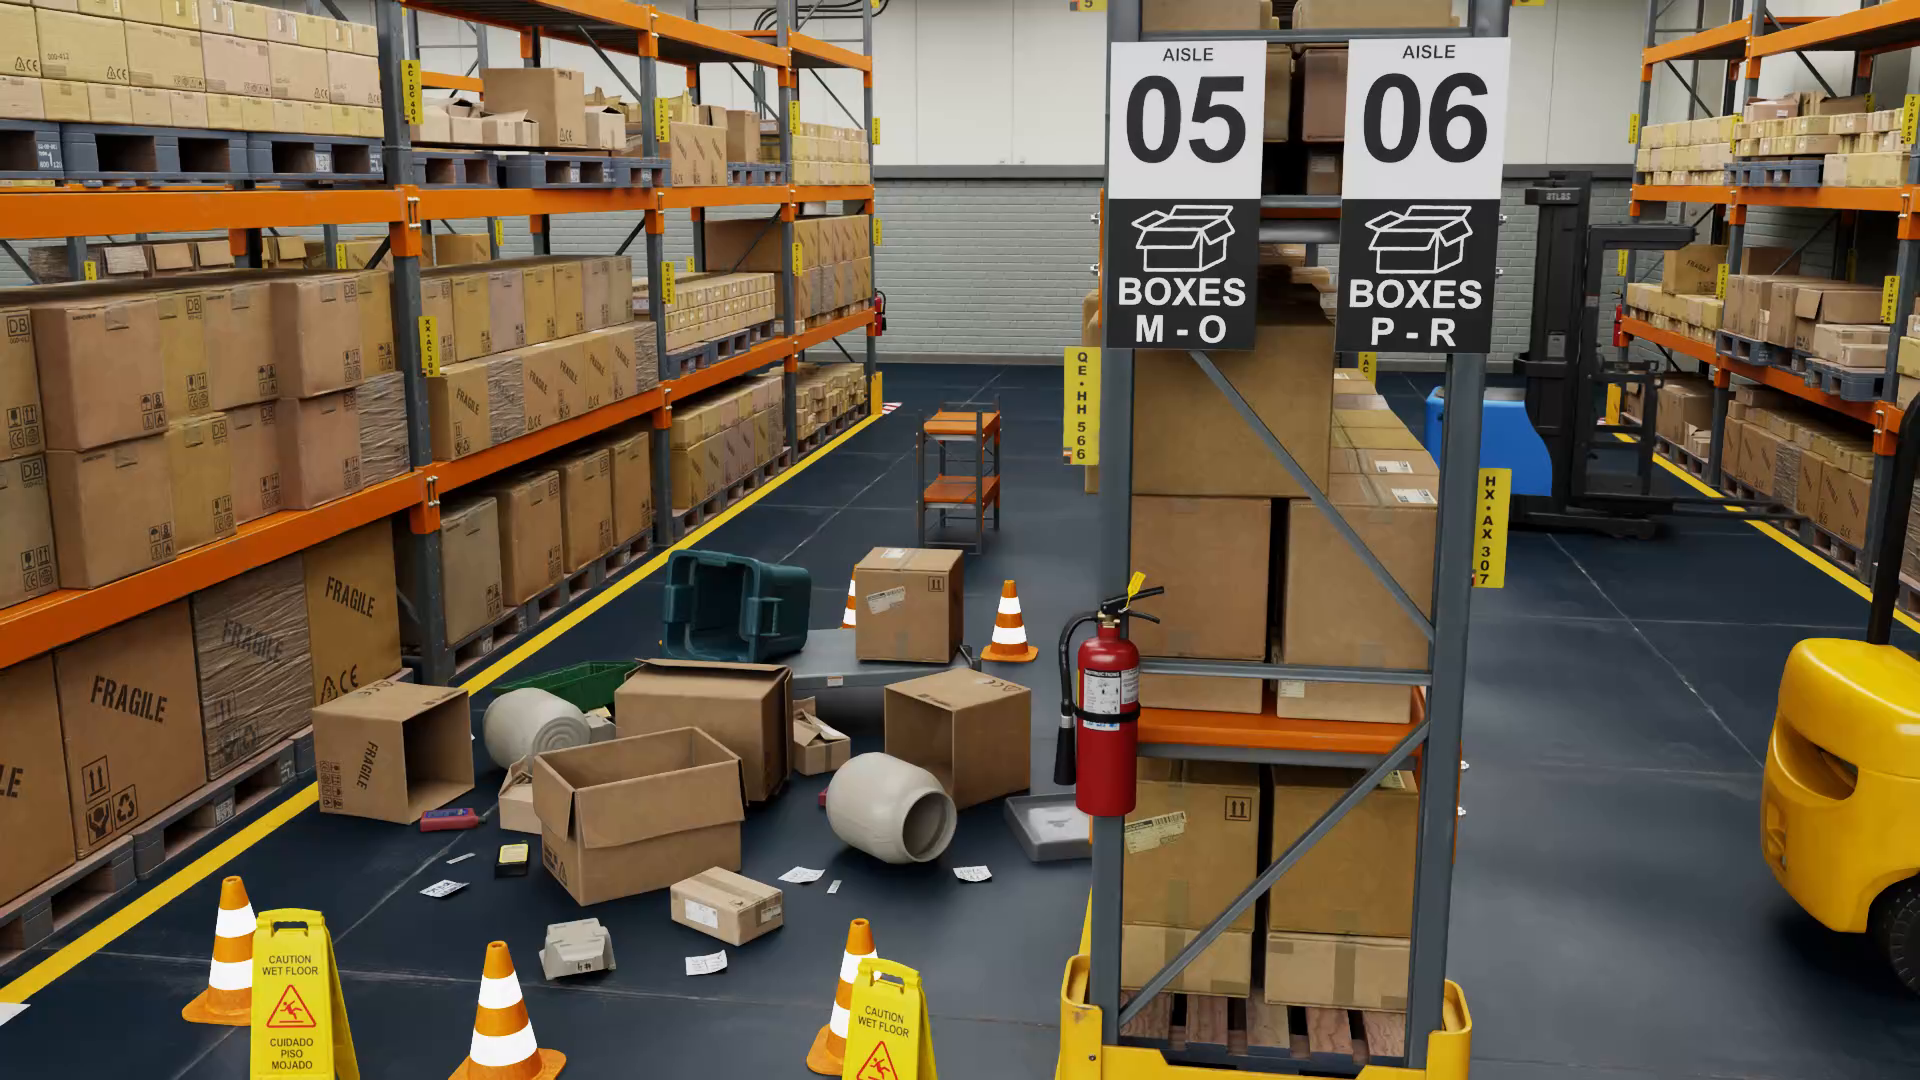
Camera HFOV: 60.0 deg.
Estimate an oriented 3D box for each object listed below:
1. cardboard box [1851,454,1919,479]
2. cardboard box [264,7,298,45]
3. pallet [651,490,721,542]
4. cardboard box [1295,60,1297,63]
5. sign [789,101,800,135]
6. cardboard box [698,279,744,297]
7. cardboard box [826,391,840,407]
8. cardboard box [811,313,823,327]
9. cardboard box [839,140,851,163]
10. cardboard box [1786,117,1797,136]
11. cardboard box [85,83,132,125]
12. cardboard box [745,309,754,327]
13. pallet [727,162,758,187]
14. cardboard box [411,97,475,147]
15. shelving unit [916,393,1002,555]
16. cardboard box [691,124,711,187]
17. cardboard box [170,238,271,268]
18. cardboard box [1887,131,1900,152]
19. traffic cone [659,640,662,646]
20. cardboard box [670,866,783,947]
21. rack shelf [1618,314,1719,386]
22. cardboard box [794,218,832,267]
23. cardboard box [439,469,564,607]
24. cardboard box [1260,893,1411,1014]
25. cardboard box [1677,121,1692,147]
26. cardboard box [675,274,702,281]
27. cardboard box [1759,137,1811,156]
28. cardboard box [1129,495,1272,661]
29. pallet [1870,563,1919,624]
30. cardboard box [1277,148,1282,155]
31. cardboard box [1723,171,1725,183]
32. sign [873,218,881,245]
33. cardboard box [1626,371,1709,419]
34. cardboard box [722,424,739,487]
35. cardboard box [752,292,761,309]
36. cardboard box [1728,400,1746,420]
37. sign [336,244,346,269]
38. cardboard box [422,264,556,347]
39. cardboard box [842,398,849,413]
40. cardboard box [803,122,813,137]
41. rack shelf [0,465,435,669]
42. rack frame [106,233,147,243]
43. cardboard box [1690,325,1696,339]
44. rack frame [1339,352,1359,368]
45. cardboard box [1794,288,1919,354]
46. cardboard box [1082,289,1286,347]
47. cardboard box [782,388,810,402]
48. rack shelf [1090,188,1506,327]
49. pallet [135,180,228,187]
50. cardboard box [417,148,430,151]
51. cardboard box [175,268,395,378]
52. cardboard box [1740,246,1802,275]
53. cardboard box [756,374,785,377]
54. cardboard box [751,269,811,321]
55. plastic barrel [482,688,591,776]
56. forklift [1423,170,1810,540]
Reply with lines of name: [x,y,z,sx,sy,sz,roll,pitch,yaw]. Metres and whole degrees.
cardboard box: [6.843,-0.543,12.288,0.380,0.149,0.250,1,12,6]
cardboard box: [-3.268,-2.342,7.590,0.380,0.149,0.250,2,12,10]
pallet: [-2.673,-0.230,14.060,1.003,0.211,1.213,2,12,9]
cardboard box: [1.316,-1.634,5.539,0.380,0.149,0.250,2,12,8]
sign: [-1.630,-4.158,16.383,0.100,0.325,0.005,2,12,9]
cardboard box: [-2.212,-2.331,15.378,0.380,0.149,0.250,1,12,7]
cardboard box: [-1.581,-1.606,18.891,0.380,0.149,0.250,2,12,9]
cardboard box: [-1.706,-2.409,18.147,0.380,0.149,0.250,2,12,10]
cardboard box: [-1.542,-4.416,18.914,0.500,0.250,0.500,2,12,9]
cardboard box: [7.023,-3.388,13.632,0.380,0.149,0.250,2,12,9]
cardboard box: [-3.461,-1.687,6.441,0.380,0.149,0.250,2,12,8]
cardboard box: [-2.163,-2.099,15.710,0.380,0.149,0.250,1,12,6]
pallet: [-2.536,-3.297,14.996,1.213,0.211,1.003,2,12,9]
cardboard box: [-3.357,-2.647,10.512,0.500,0.311,0.500,1,12,7]
shelving unit: [0.001,-0.551,13.381,0.538,1.125,1.048,2,12,9]
cardboard box: [-2.374,-3.160,13.680,0.500,0.500,0.500,2,12,9]
cardboard box: [-7.272,-2.708,16.323,0.797,0.503,0.637,2,12,9]
cardboard box: [6.893,-2.854,11.906,0.380,0.149,0.250,2,12,7]
traffic cone: [-1.711,0.412,10.483,0.336,0.463,0.334,2,12,9]
cardboard box: [-0.913,1.430,6.507,0.380,0.149,0.250,10,15,38]
rack shelf: [7.940,-2.028,17.493,1.077,0.370,4.000,2,12,9]
cardboard box: [-1.696,-3.245,18.112,0.500,0.500,0.500,2,12,10]
cardboard box: [-3.251,-0.036,10.885,1.050,0.750,0.750,2,12,9]
cardboard box: [1.279,1.354,5.620,0.500,0.250,0.500,2,12,8]
cardboard box: [7.702,-4.178,17.105,0.500,0.250,0.500,2,12,10]
cardboard box: [-2.731,-2.511,16.213,0.380,0.149,0.250,2,12,10]
cardboard box: [7.054,-3.354,14.177,0.380,0.149,0.250,2,12,9]
cardboard box: [0.693,0.058,5.161,0.500,0.500,0.500,2,12,8]
pallet: [6.852,0.402,11.126,1.003,0.211,1.213,2,12,9]
cardboard box: [1.526,-1.685,6.724,0.500,0.250,0.500,2,12,8]
cardboard box: [7.396,-3.392,15.588,0.380,0.149,0.250,2,12,8]
sign: [-1.019,-3.794,20.481,0.100,0.325,0.005,2,12,9]
cardboard box: [8.060,-1.657,18.992,0.797,0.503,0.637,1,12,6]
cardboard box: [-2.285,-0.765,14.858,0.500,0.500,0.500,2,12,7]
cardboard box: [-2.126,-2.295,15.918,0.380,0.149,0.250,2,12,11]
cardboard box: [7.315,-1.198,15.330,0.380,0.149,0.250,2,12,11]
sign: [-6.527,-2.957,17.532,0.100,0.325,0.005,2,12,9]
cardboard box: [-3.105,-1.556,10.985,0.700,0.500,0.500,2,12,8]
cardboard box: [-1.506,-1.575,19.453,0.380,0.149,0.250,1,12,6]
cardboard box: [-1.753,-4.310,17.478,0.380,0.149,0.250,2,12,7]
rack shelf: [-3.717,0.170,7.291,1.077,0.370,4.000,2,12,9]
rack frame: [-11.343,-3.438,22.327,1.000,3.000,0.127,2,12,9]
cardboard box: [7.534,-2.079,16.617,0.380,0.149,0.250,2,12,10]
rack frame: [1.497,-0.459,8.501,1.000,3.000,0.127,2,12,9]
cardboard box: [7.086,-1.733,13.171,0.797,0.503,0.637,2,12,7]
cardboard box: [0.807,-0.637,6.012,0.700,0.500,0.500,2,12,8]
cardboard box: [-1.830,-1.540,17.879,0.380,0.149,0.250,2,12,8]
rack shelf: [1.190,-1.157,6.329,1.077,0.370,4.000,2,12,9]
pallet: [-7.464,-3.355,15.269,1.003,0.211,1.213,2,12,11]
cardboard box: [-6.714,-4.715,19.658,0.700,0.500,0.500,1,12,5]
cardboard box: [-3.500,-1.123,8.667,0.875,0.550,0.550,2,12,9]
cardboard box: [8.125,-2.704,16.790,0.500,0.500,0.500,2,12,7]
cardboard box: [-2.163,-1.826,19.203,0.380,0.149,0.250,2,12,10]
cardboard box: [-1.854,-2.552,17.274,0.500,0.500,0.500,2,12,8]
plastic barrel: [-2.068,0.947,8.093,0.421,0.421,0.512,-10,16,-40]
forklift: [5.470,-1.560,13.774,3.031,2.935,1.130,4,13,20]
